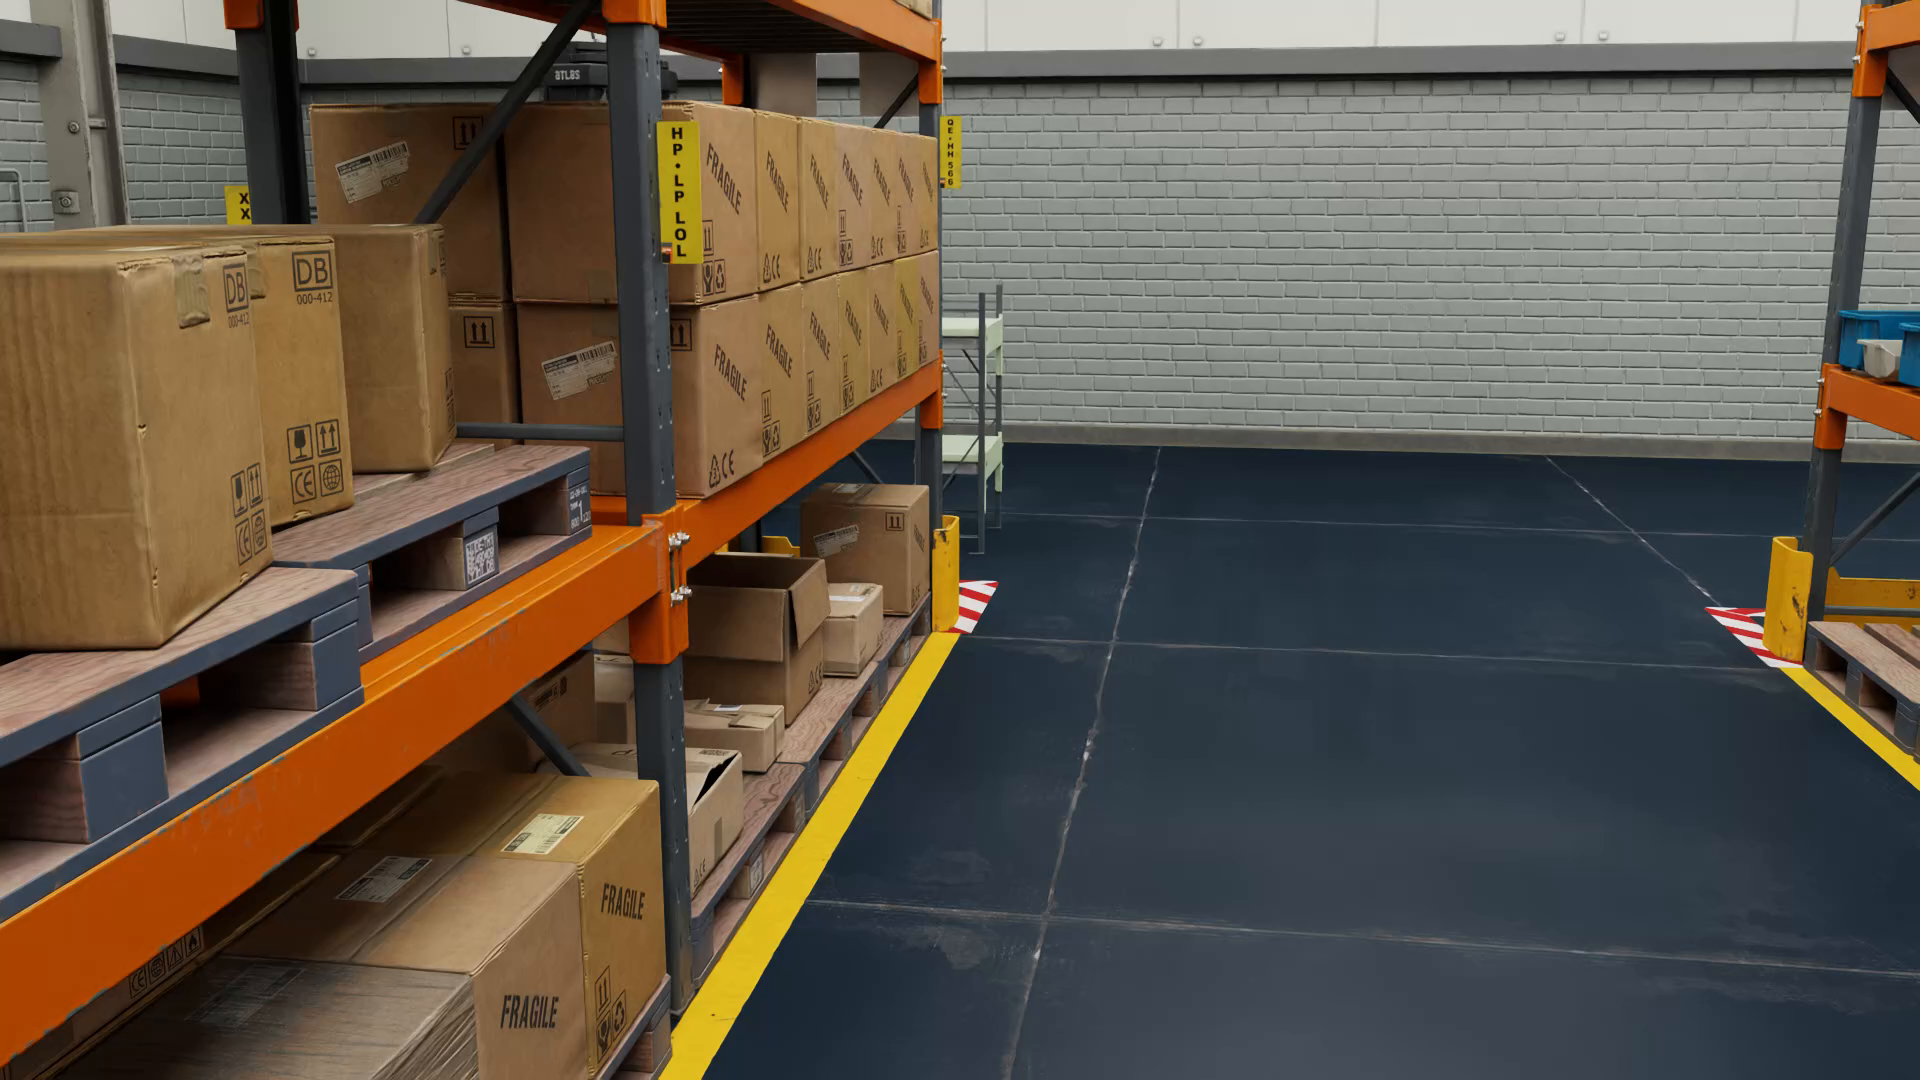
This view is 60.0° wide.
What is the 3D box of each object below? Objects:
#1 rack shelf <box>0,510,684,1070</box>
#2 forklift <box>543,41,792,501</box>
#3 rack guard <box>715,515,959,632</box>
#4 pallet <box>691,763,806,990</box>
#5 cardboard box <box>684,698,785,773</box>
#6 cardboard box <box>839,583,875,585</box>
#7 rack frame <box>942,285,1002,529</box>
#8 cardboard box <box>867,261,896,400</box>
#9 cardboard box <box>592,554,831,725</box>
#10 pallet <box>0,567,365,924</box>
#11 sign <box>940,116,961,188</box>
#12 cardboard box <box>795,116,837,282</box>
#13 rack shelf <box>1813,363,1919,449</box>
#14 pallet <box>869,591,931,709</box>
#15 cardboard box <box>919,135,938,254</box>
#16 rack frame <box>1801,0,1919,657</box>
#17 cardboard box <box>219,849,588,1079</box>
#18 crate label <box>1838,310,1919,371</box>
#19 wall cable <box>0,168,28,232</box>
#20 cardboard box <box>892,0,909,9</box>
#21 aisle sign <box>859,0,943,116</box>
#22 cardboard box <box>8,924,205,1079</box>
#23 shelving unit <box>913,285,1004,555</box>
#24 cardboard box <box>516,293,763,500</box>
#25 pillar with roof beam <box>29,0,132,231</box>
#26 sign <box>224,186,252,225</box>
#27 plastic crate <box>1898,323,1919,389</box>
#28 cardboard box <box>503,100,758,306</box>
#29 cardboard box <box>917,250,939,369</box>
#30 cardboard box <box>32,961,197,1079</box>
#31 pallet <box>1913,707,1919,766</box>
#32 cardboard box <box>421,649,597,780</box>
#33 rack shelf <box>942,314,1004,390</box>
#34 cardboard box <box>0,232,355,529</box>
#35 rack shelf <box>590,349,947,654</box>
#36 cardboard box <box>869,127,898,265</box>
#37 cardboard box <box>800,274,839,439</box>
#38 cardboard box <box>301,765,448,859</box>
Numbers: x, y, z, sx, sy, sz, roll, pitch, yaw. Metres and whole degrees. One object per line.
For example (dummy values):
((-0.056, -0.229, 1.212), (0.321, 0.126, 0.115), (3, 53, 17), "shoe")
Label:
((-1.511, 0.505, 2.236), (1.077, 0.370, 4.000), (2, 12, 9), "rack shelf")
((-2.668, -1.675, 10.810), (3.031, 2.935, 1.130), (5, 13, 24), "forklift")
((-0.600, 0.143, 8.145), (1.175, 0.500, 0.348), (2, 12, 9), "rack guard")
((-1.097, 0.958, 5.049), (1.003, 0.211, 1.213), (2, 12, 9), "pallet")
((-0.802, 0.647, 5.554), (0.380, 0.166, 0.250), (2, 12, 9), "cardboard box")
((-0.580, 0.277, 7.268), (0.380, 0.166, 0.250), (2, 12, 9), "cardboard box")
((0.055, -0.808, 10.182), (0.400, 1.500, 0.023), (2, 12, 9), "rack frame")
((-0.547, -0.830, 6.489), (0.500, 0.500, 0.500), (2, 12, 9), "cardboard box")
((-0.920, 0.351, 6.124), (0.797, 0.503, 0.637), (2, 12, 9), "cardboard box")
((-1.524, 0.259, 2.127), (1.003, 0.211, 1.213), (2, 12, 9), "pallet")
((-0.043, -1.794, 7.697), (0.100, 0.325, 0.005), (2, 12, 9), "sign")
((-0.695, -1.104, 5.384), (0.500, 0.500, 0.500), (2, 12, 7), "cardboard box")
((3.998, -0.166, 5.351), (1.077, 0.370, 4.000), (2, 12, 9), "rack shelf")
((-0.722, 0.450, 7.406), (1.003, 0.211, 1.213), (2, 12, 9), "pallet")
((-0.385, -1.531, 7.368), (0.500, 0.500, 0.500), (2, 12, 8), "cardboard box")
((4.306, -0.934, 7.207), (1.000, 3.000, 0.127), (2, 12, 9), "rack frame")
((-1.080, 0.959, 3.313), (0.500, 0.500, 0.500), (2, 12, 9), "cardboard box")
((3.942, -0.841, 7.029), (0.416, 0.233, 0.303), (2, 12, 9), "crate label")
((-6.221, -2.049, 9.969), (0.084, 1.984, 1.851), (2, 12, 9), "wall cable")
((-0.494, -2.269, 6.638), (0.500, 0.250, 0.500), (2, 12, 9), "cardboard box")
((-0.275, -2.370, 7.701), (0.394, 0.787, 0.004), (2, 12, 9), "aisle sign")
((-1.672, 0.679, 2.833), (0.500, 0.250, 0.500), (2, 12, 9), "cardboard box")
((-0.001, -0.732, 9.829), (0.431, 1.500, 0.755), (2, 12, 9), "shelving unit")
((-0.856, -0.409, 4.533), (0.500, 0.500, 0.500), (2, 12, 10), "cardboard box")
((-1.669, -4.638, 10.155), (9.100, 9.000, 0.400), (2, 12, 9), "pillar with roof beam")
((-1.741, -0.702, 4.075), (0.100, 0.325, 0.005), (2, 12, 9), "sign")
((3.841, -0.704, 6.394), (0.416, 0.233, 0.300), (2, 12, 9), "plastic crate")
((-0.853, -0.889, 4.389), (0.500, 0.500, 0.500), (2, 12, 10), "cardboard box")
((-0.388, -1.042, 7.471), (0.500, 0.500, 0.500), (2, 12, 10), "cardboard box")
((-1.674, 1.052, 2.880), (0.500, 0.500, 0.500), (2, 12, 9), "cardboard box")
((3.950, 0.853, 5.535), (1.003, 0.211, 1.213), (2, 12, 9), "pallet")
((-1.396, 0.617, 4.902), (0.500, 0.500, 0.500), (2, 12, 9), "cardboard box")
((-0.001, -1.113, 9.747), (0.431, 0.370, 0.720), (2, 12, 9), "rack shelf")
((-1.540, -0.280, 2.939), (0.700, 0.500, 0.500), (4, 13, 18), "cardboard box")
((-0.896, -0.327, 6.099), (1.077, 0.370, 4.000), (2, 12, 9), "rack shelf")
((-0.537, -1.318, 6.379), (0.500, 0.500, 0.500), (2, 12, 10), "cardboard box")
((-0.701, -0.619, 5.510), (0.500, 0.500, 0.500), (2, 12, 8), "cardboard box")
((-1.519, 0.837, 3.878), (0.500, 0.500, 0.500), (1, 12, 6), "cardboard box")
